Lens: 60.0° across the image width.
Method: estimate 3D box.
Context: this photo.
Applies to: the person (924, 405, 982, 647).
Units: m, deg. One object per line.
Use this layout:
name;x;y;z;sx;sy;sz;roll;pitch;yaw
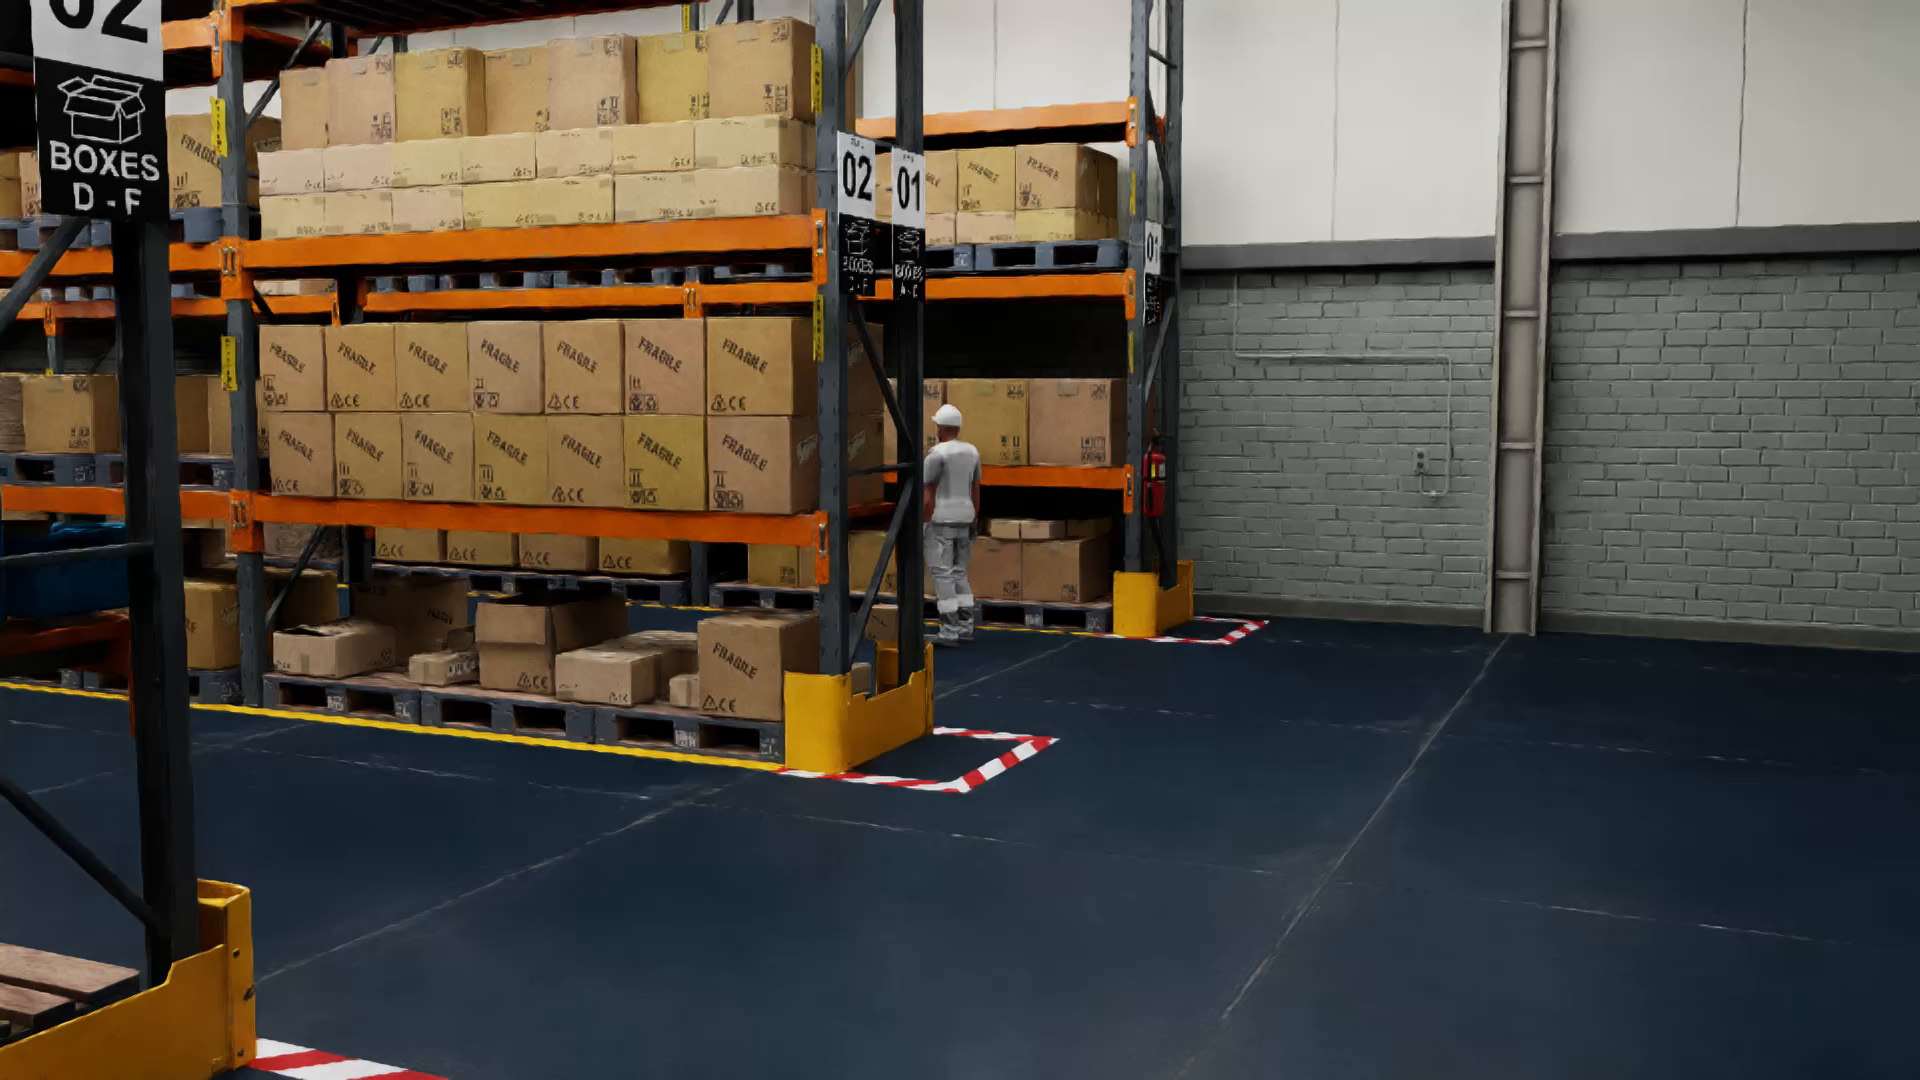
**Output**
person;-0.115;-0.114;12.432;0.569;1.794;0.420;-5;8;-44
